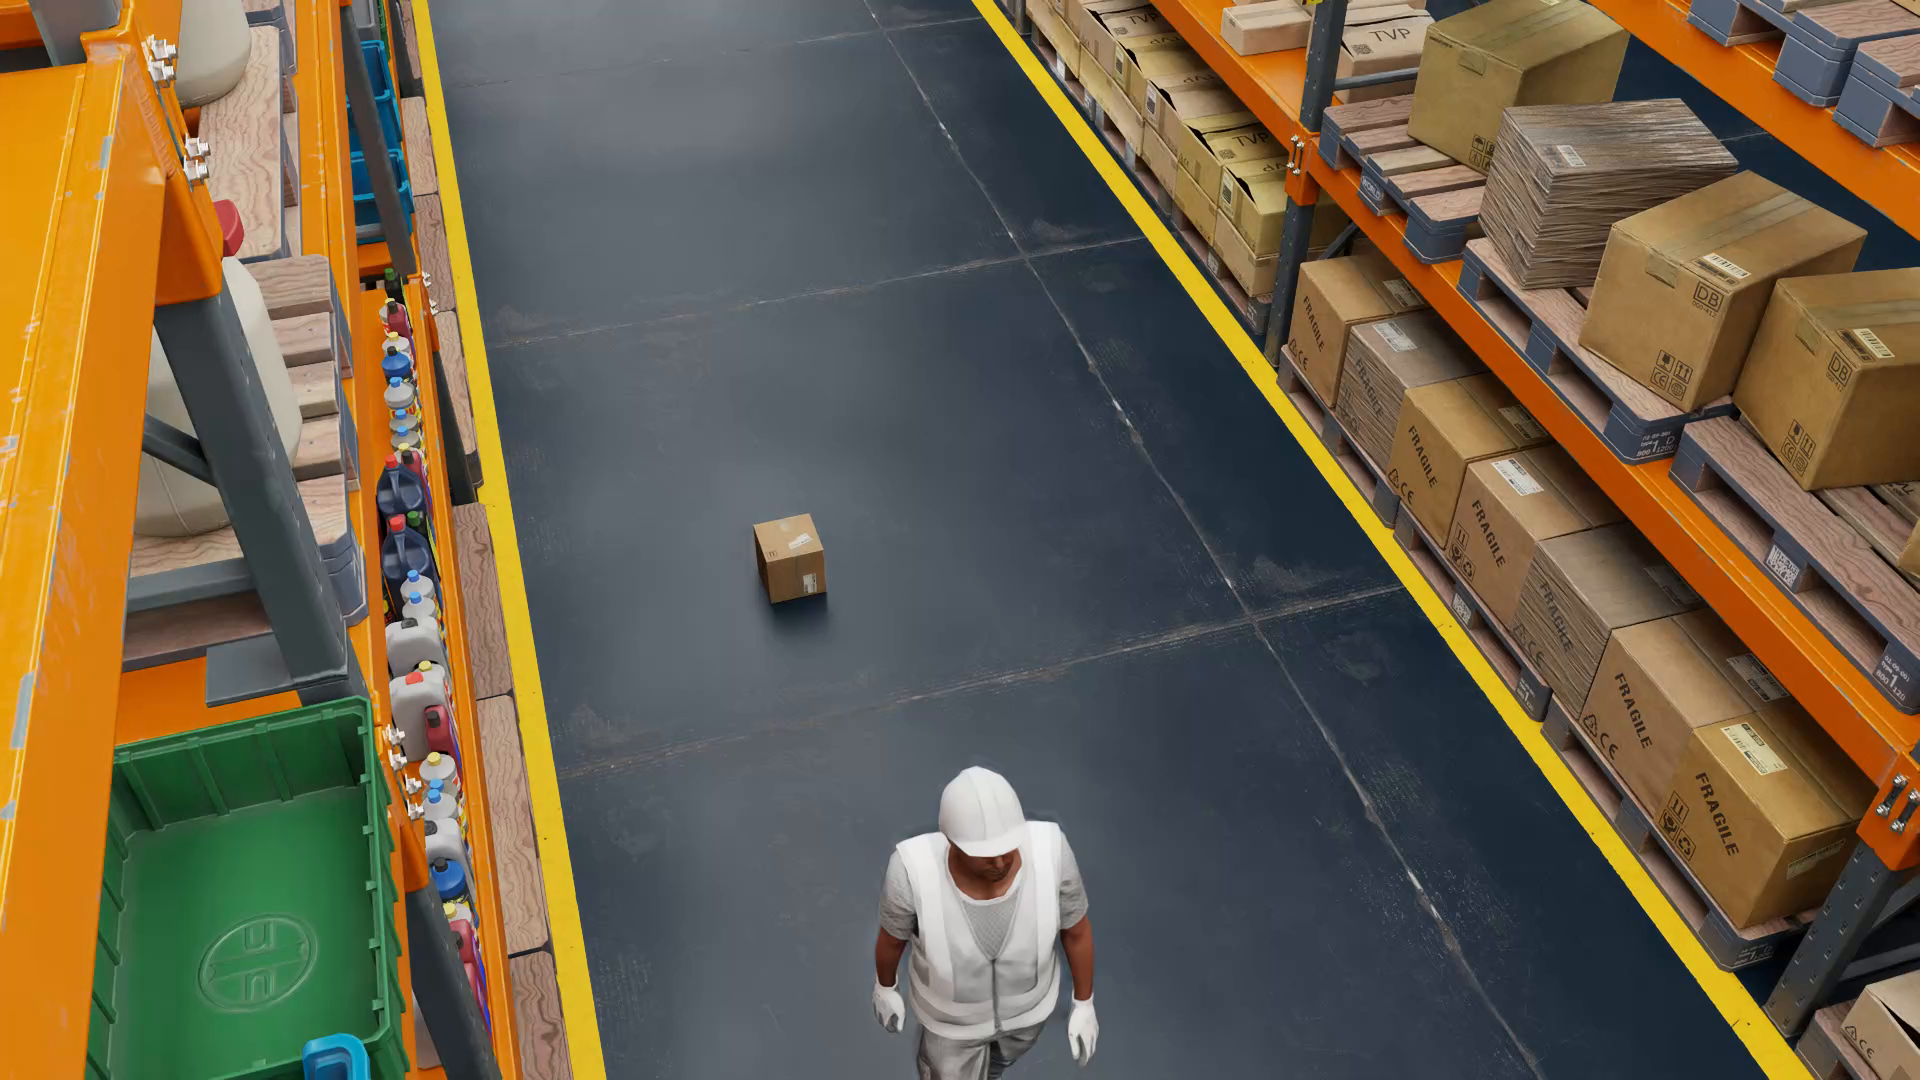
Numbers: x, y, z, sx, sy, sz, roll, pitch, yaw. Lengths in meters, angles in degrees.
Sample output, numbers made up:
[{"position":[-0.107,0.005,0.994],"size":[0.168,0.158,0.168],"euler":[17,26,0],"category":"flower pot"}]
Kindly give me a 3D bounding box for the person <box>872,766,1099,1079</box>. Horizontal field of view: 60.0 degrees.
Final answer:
[{"position":[0.080,1.342,4.664],"size":[0.603,1.842,0.655],"euler":[-10,43,-11],"category":"person"}]
